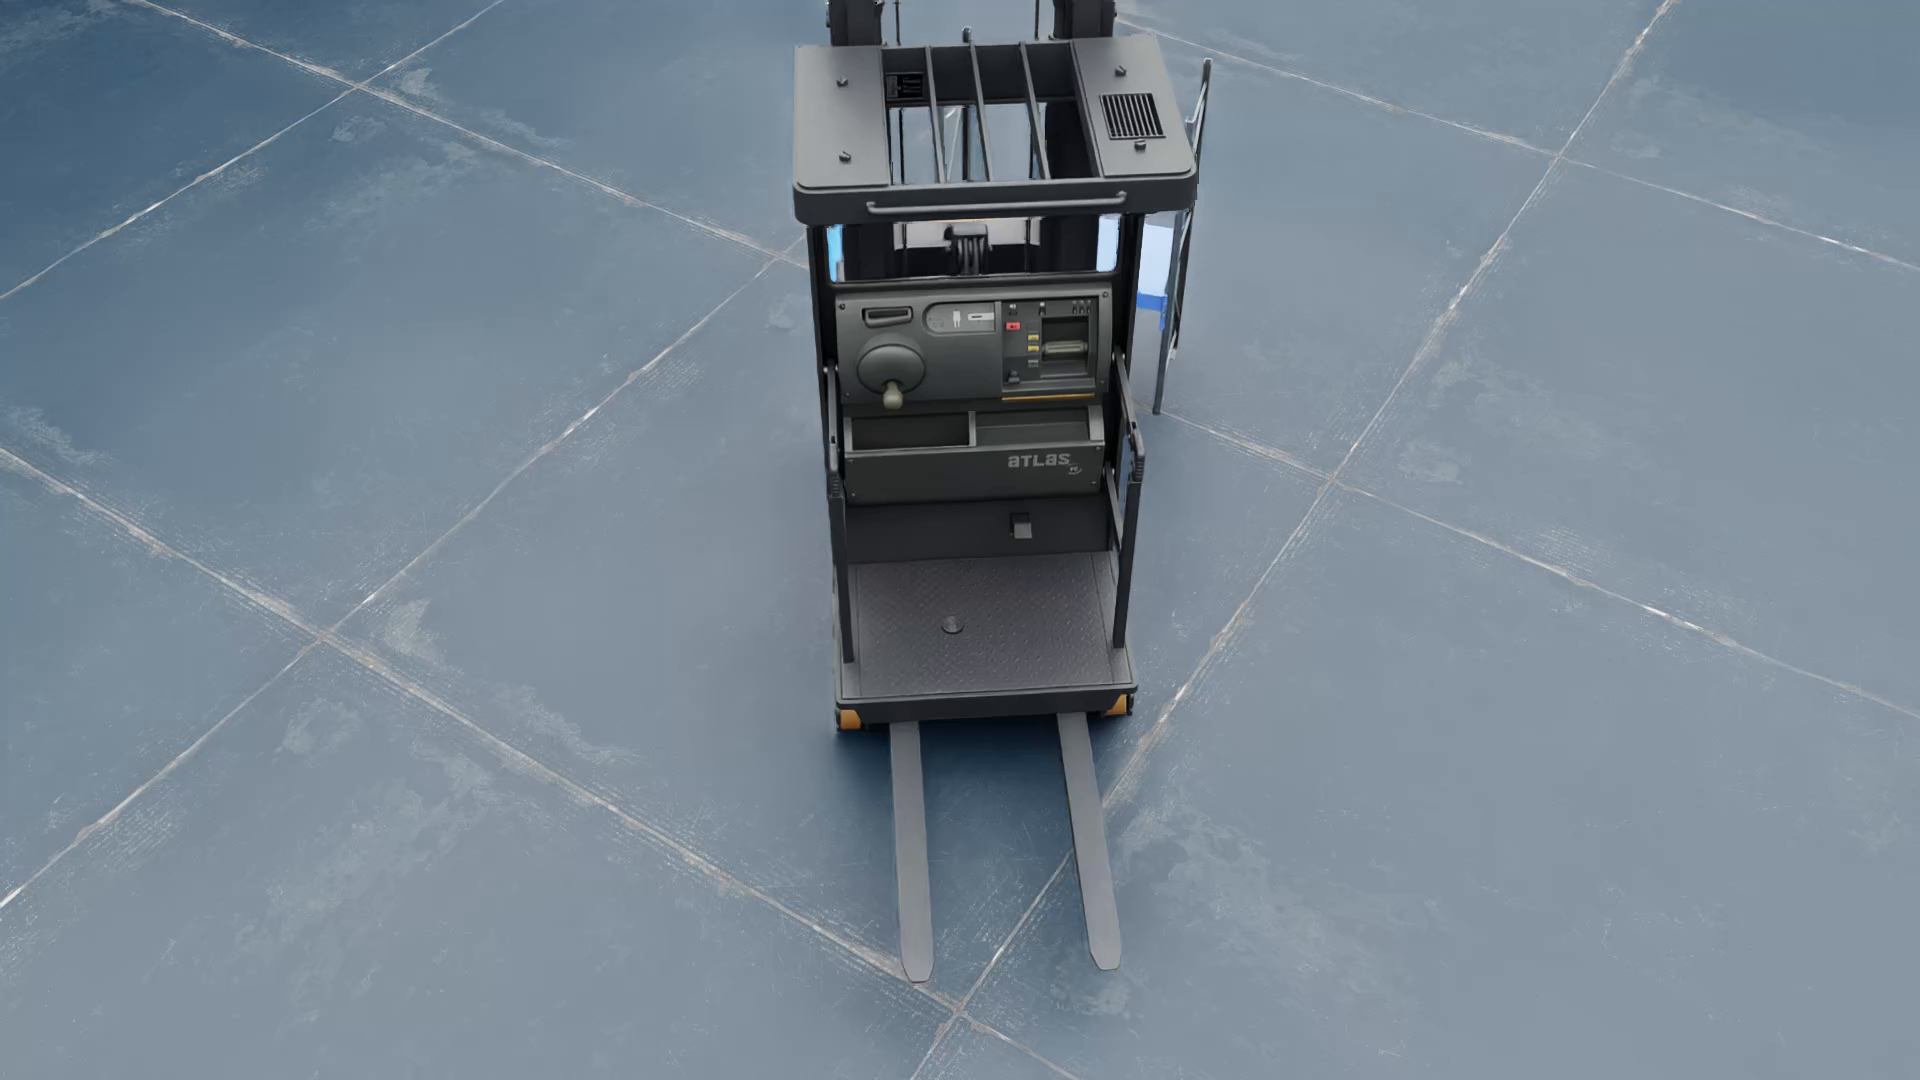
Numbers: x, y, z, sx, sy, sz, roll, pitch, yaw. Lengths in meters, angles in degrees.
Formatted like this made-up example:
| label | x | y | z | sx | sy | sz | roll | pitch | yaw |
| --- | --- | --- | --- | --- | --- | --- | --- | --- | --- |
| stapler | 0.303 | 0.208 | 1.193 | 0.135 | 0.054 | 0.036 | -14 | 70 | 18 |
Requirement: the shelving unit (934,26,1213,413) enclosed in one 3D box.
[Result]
| label | x | y | z | sx | sy | sz | roll | pitch | yaw |
| --- | --- | --- | --- | --- | --- | --- | --- | --- | --- |
| shelving unit | 0.462 | -1.365 | 7.253 | 1.048 | 1.500 | 0.538 | 11 | 47 | 10 |

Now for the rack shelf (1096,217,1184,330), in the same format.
| label | x | y | z | sx | sy | sz | roll | pitch | yaw |
| --- | --- | --- | --- | --- | --- | --- | --- | --- | --- |
| rack shelf | 0.462 | -1.240 | 7.381 | 1.000 | 0.185 | 0.538 | 11 | 47 | 10 |

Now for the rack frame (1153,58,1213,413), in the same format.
| label | x | y | z | sx | sy | sz | roll | pitch | yaw |
| --- | --- | --- | --- | --- | --- | --- | --- | --- | --- |
| rack frame | 0.954 | -1.273 | 7.163 | 0.032 | 1.500 | 0.500 | 11 | 47 | 10 |

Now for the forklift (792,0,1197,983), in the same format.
| label | x | y | z | sx | sy | sz | roll | pitch | yaw |
| --- | --- | --- | --- | --- | --- | --- | --- | --- | --- |
| forklift | 0.067 | -0.558 | 5.471 | 1.130 | 2.935 | 3.031 | -3 | 46 | -3 |

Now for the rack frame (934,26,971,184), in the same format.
| label | x | y | z | sx | sy | sz | roll | pitch | yaw |
| --- | --- | --- | --- | --- | --- | --- | --- | --- | --- |
| rack frame | -0.030 | -1.458 | 7.342 | 0.032 | 1.500 | 0.500 | 11 | 47 | 10 |
